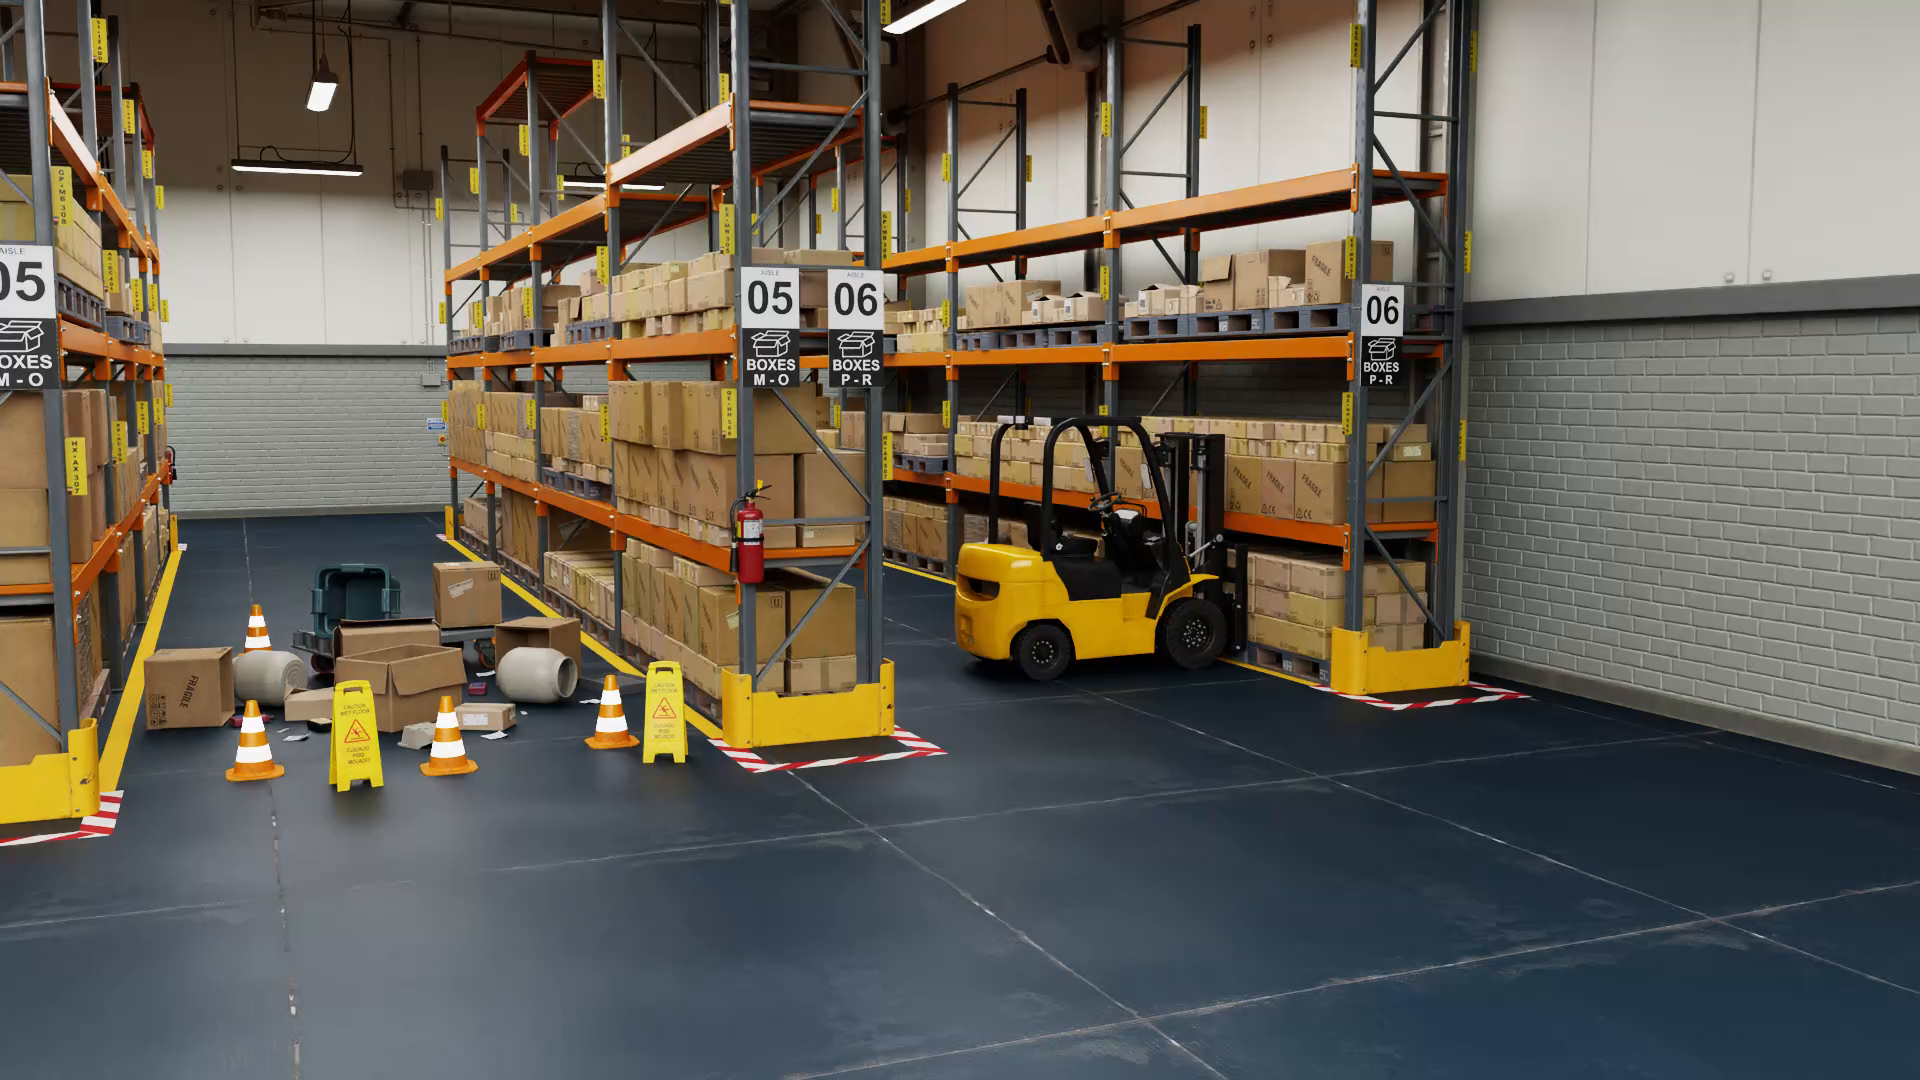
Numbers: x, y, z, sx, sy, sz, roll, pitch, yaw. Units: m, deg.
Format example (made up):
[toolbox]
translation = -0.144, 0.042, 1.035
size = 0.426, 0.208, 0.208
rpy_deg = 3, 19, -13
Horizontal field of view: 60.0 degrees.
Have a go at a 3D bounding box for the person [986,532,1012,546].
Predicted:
[person]
translation = 0.302, 0.368, 17.093
size = 0.519, 0.929, 0.818
rpy_deg = -2, 6, -24
